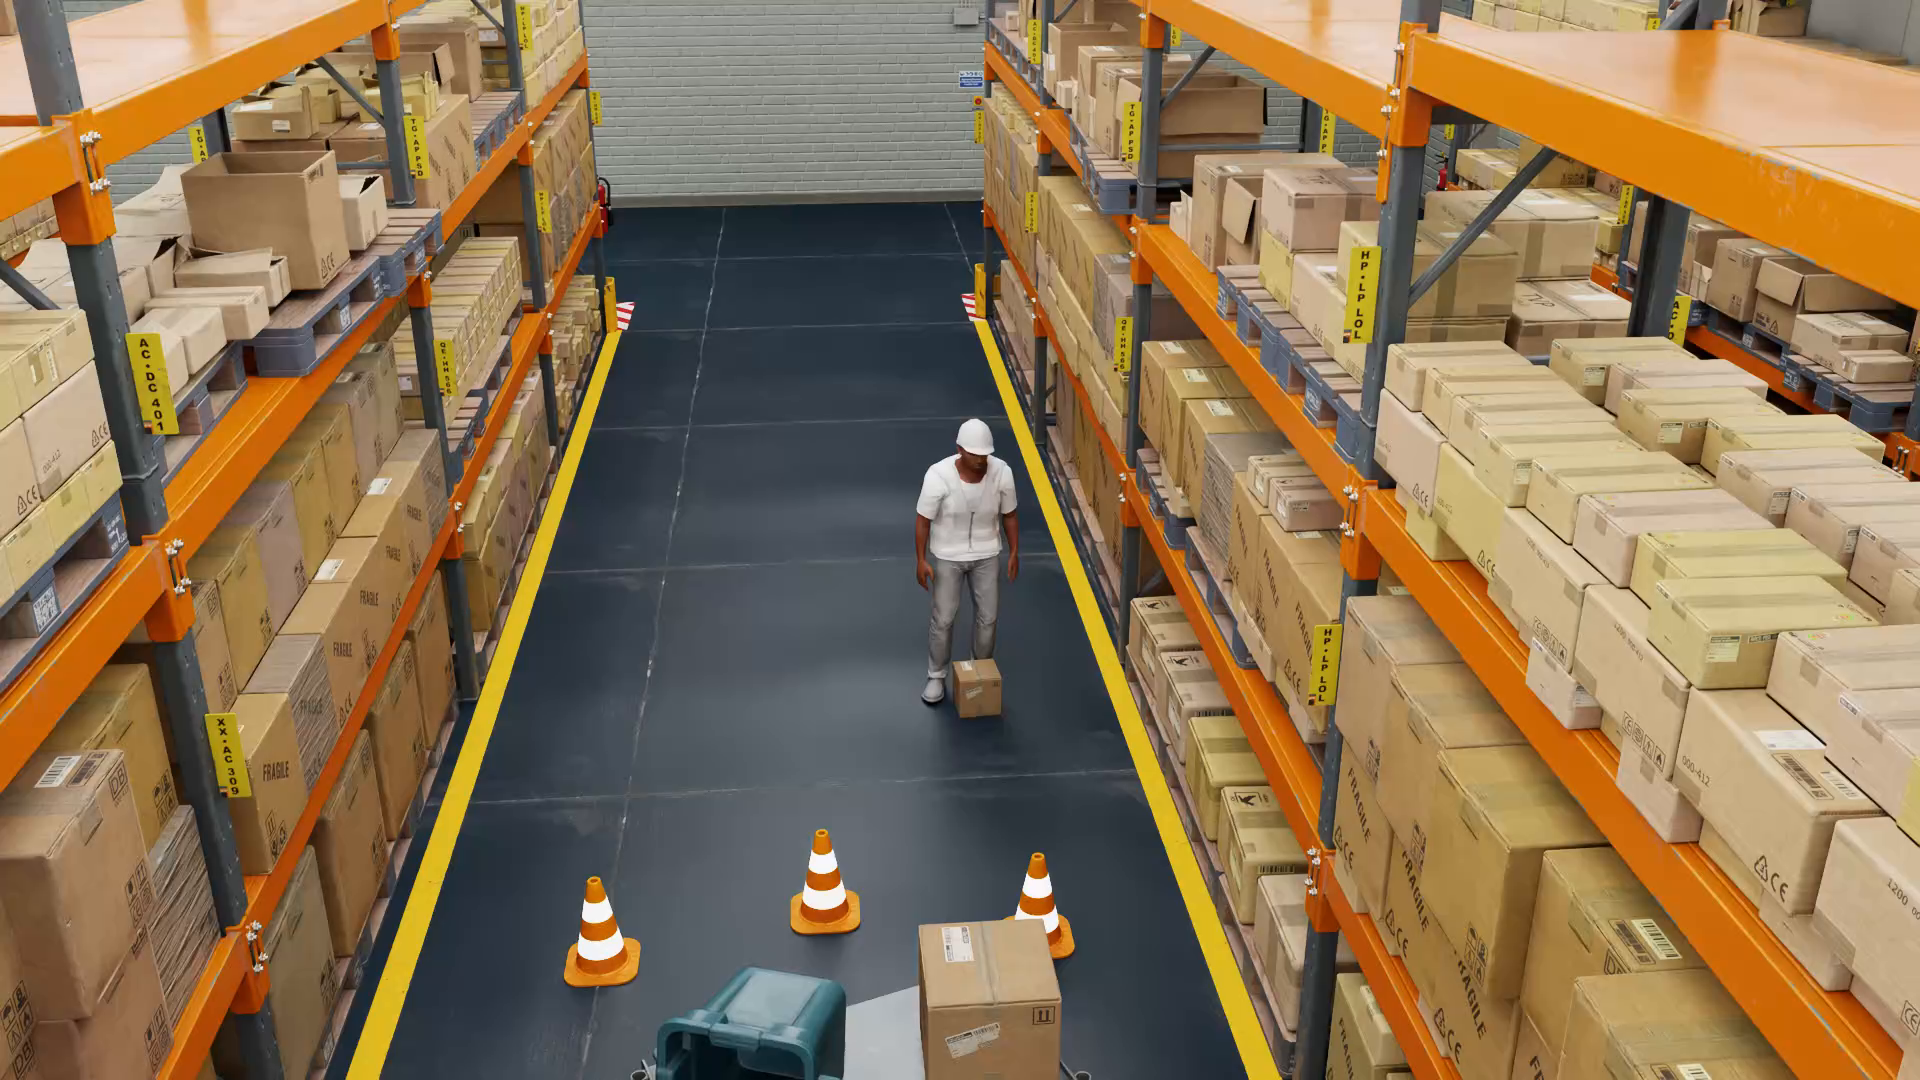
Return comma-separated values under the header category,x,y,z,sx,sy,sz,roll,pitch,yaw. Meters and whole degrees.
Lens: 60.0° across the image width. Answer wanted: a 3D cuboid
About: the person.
category,x,y,z,sx,sy,sz,roll,pitch,yaw
person,0.048,0.108,9.836,0.634,1.755,0.461,-5,24,-11
